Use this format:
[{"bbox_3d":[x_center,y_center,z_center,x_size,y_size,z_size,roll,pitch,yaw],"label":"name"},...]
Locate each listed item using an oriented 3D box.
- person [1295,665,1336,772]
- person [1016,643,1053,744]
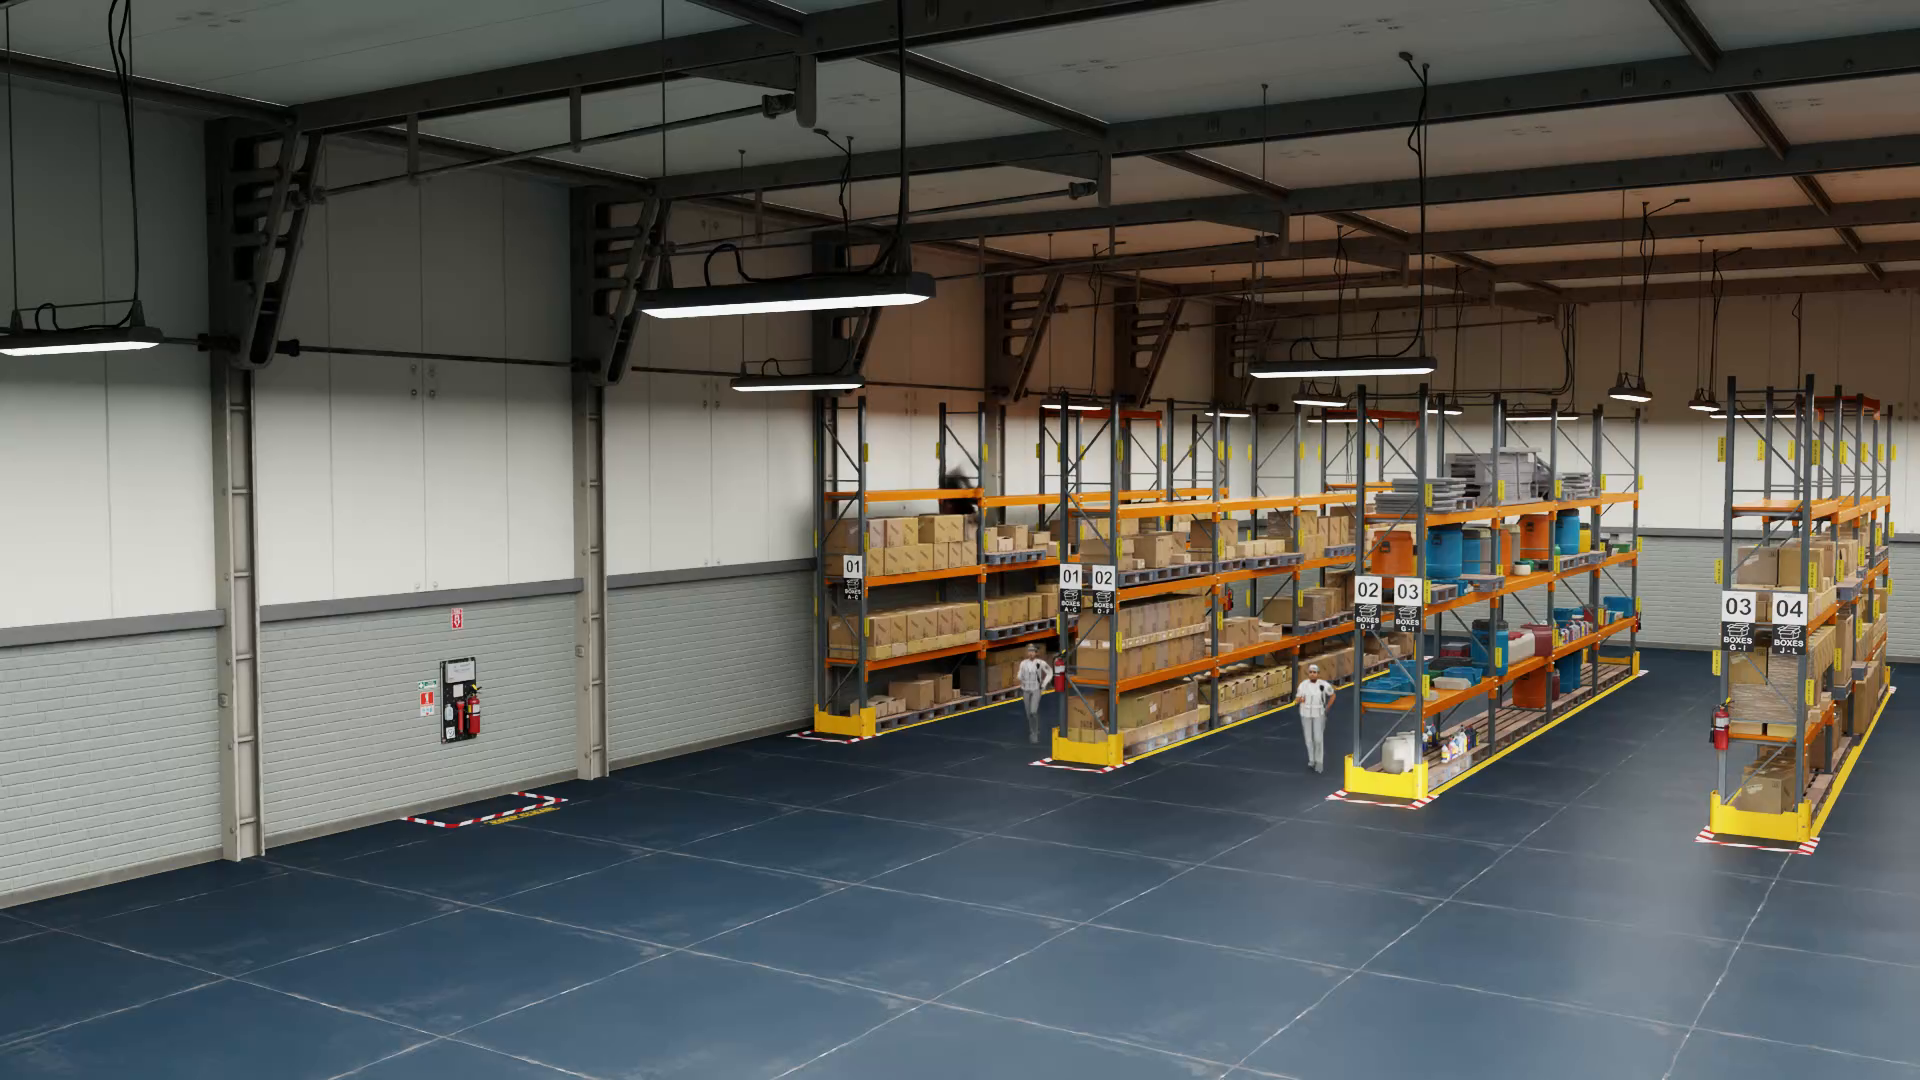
[{"bbox_3d":[5.567,2.809,26.169,0.586,1.695,0.661,1,3,24],"label":"person"},{"bbox_3d":[1.255,2.649,28.770,0.592,1.734,0.684,1,3,24],"label":"person"}]
